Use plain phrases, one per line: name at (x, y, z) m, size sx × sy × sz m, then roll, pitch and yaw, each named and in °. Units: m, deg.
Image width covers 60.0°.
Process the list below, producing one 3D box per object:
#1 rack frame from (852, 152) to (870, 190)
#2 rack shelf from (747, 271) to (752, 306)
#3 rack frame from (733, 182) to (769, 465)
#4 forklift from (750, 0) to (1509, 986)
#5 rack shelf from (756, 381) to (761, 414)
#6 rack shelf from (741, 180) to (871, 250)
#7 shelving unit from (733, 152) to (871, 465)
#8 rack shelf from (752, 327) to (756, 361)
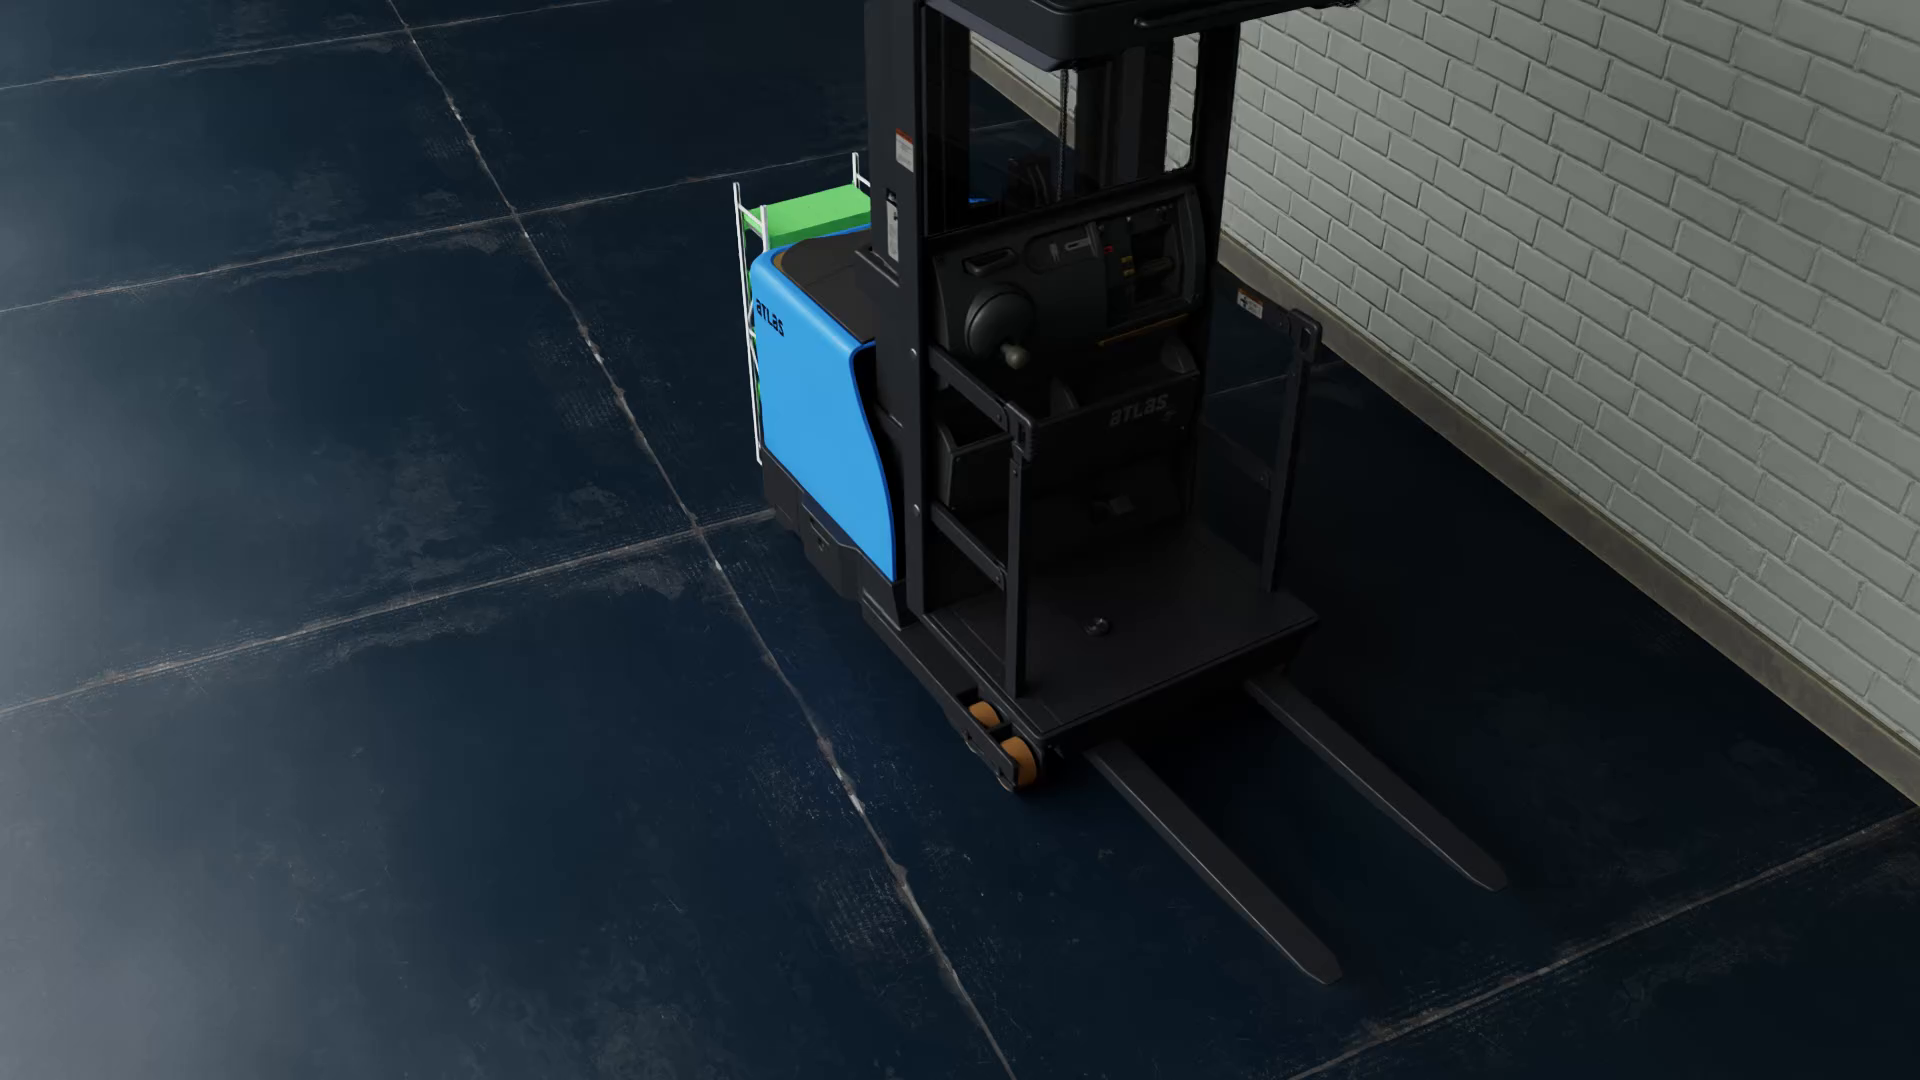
rack frame at (-0.330, -0.895, 6.450) m, size 0.015 × 1.200 × 0.240 m, roll -20°, pitch 41°, yaw -25°
rack shelf at (-0.537, -0.960, 6.241) m, size 0.480 × 0.148 × 0.258 m, roll -20°, pitch 41°, yaw -25°
rack frame at (-0.744, -0.741, 6.242) m, size 0.015 × 1.200 × 0.240 m, roll -20°, pitch 41°, yaw -25°
forklift at (0.448, -0.714, 4.752) m, size 1.130 × 2.935 × 3.031 m, roll -20°, pitch 41°, yaw -25°
rack shelf at (-0.537, -0.574, 6.527) m, size 0.480 × 0.148 × 0.258 m, roll -20°, pitch 41°, yaw -25°
rack shelf at (-0.537, -1.152, 6.098) m, size 0.480 × 0.148 × 0.258 m, roll -20°, pitch 41°, yaw -25°
shelving unit at (-0.537, -0.818, 6.346) m, size 0.503 × 1.200 × 0.258 m, roll -20°, pitch 41°, yaw -25°
rack shelf at (-0.537, -0.767, 6.384) m, size 0.480 × 0.148 × 0.258 m, roll -20°, pitch 41°, yaw -25°
